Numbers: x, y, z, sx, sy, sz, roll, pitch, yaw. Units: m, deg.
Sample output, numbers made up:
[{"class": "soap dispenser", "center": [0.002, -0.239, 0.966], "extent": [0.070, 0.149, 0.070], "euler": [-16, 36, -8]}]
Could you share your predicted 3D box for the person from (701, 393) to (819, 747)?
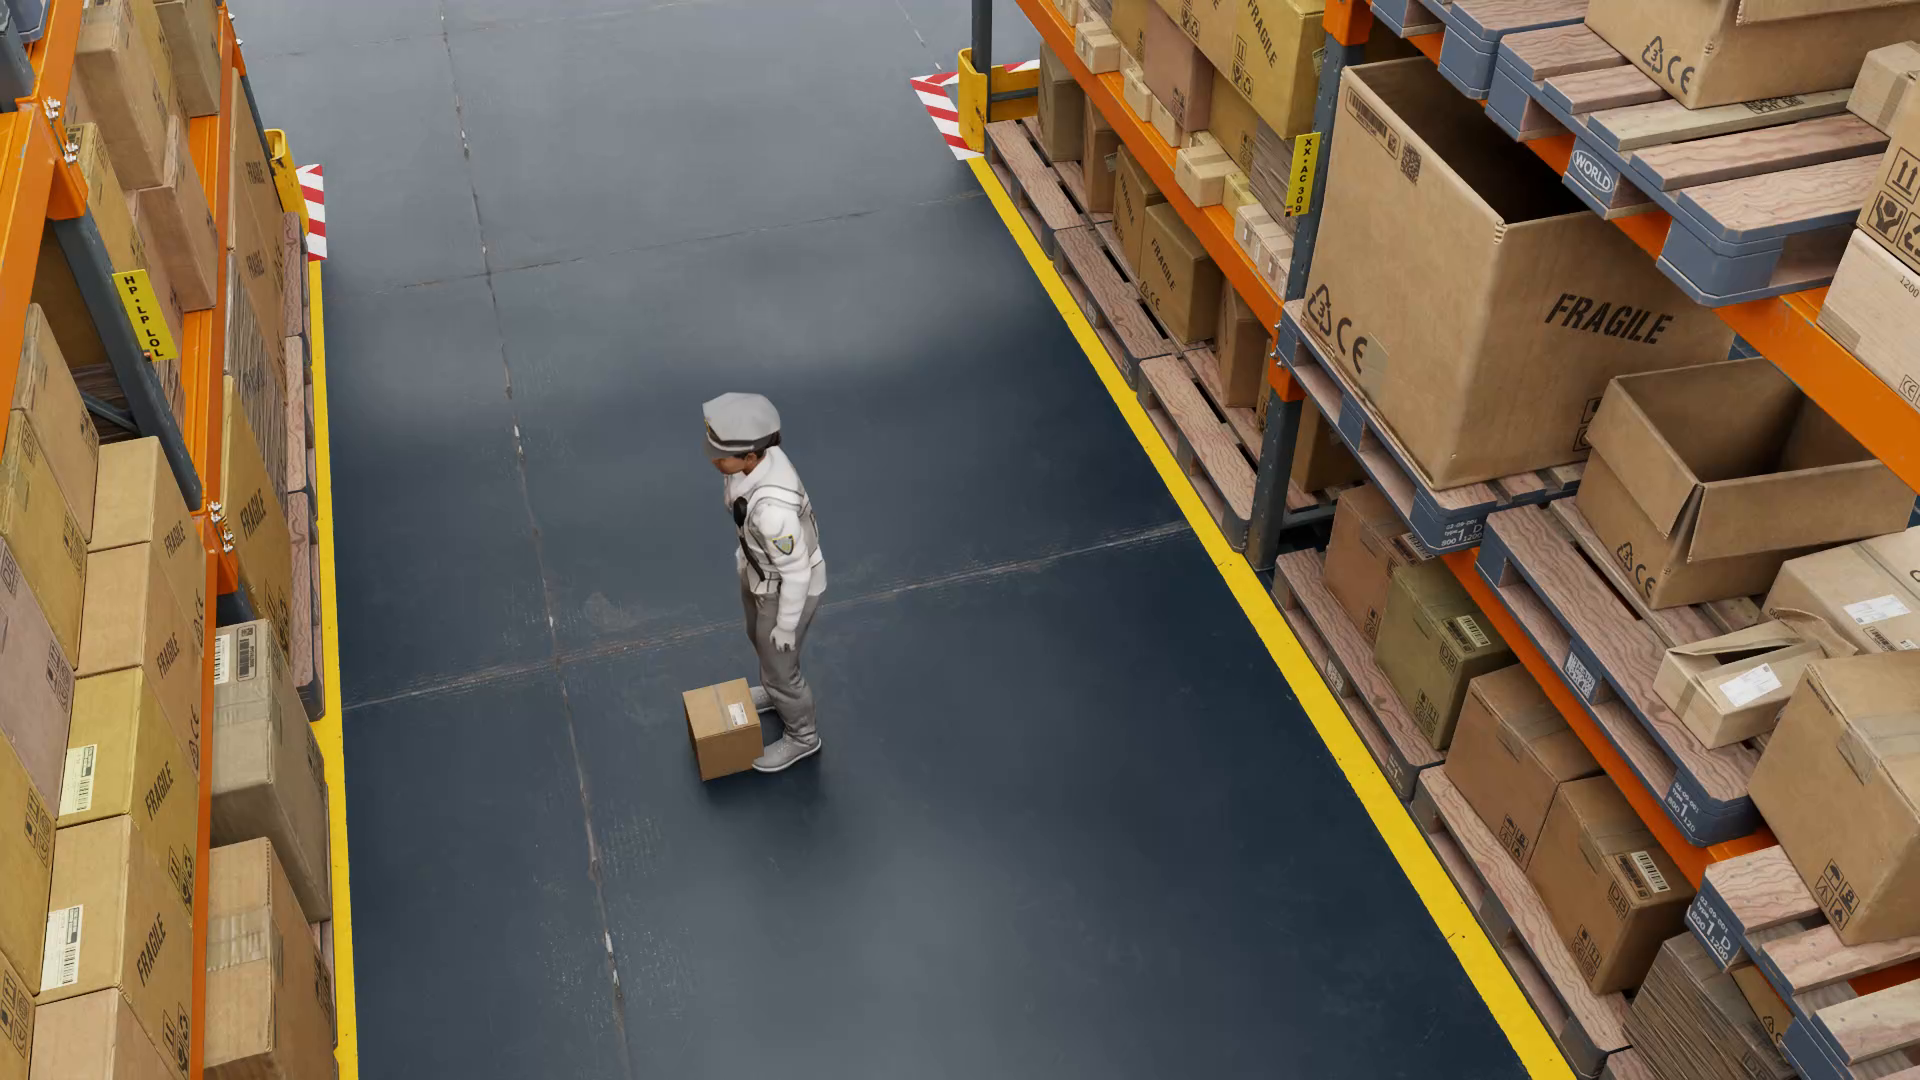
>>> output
[{"class": "person", "center": [-0.692, 0.141, 5.958], "extent": [0.346, 1.602, 0.515], "euler": [-15, 44, -15]}]
